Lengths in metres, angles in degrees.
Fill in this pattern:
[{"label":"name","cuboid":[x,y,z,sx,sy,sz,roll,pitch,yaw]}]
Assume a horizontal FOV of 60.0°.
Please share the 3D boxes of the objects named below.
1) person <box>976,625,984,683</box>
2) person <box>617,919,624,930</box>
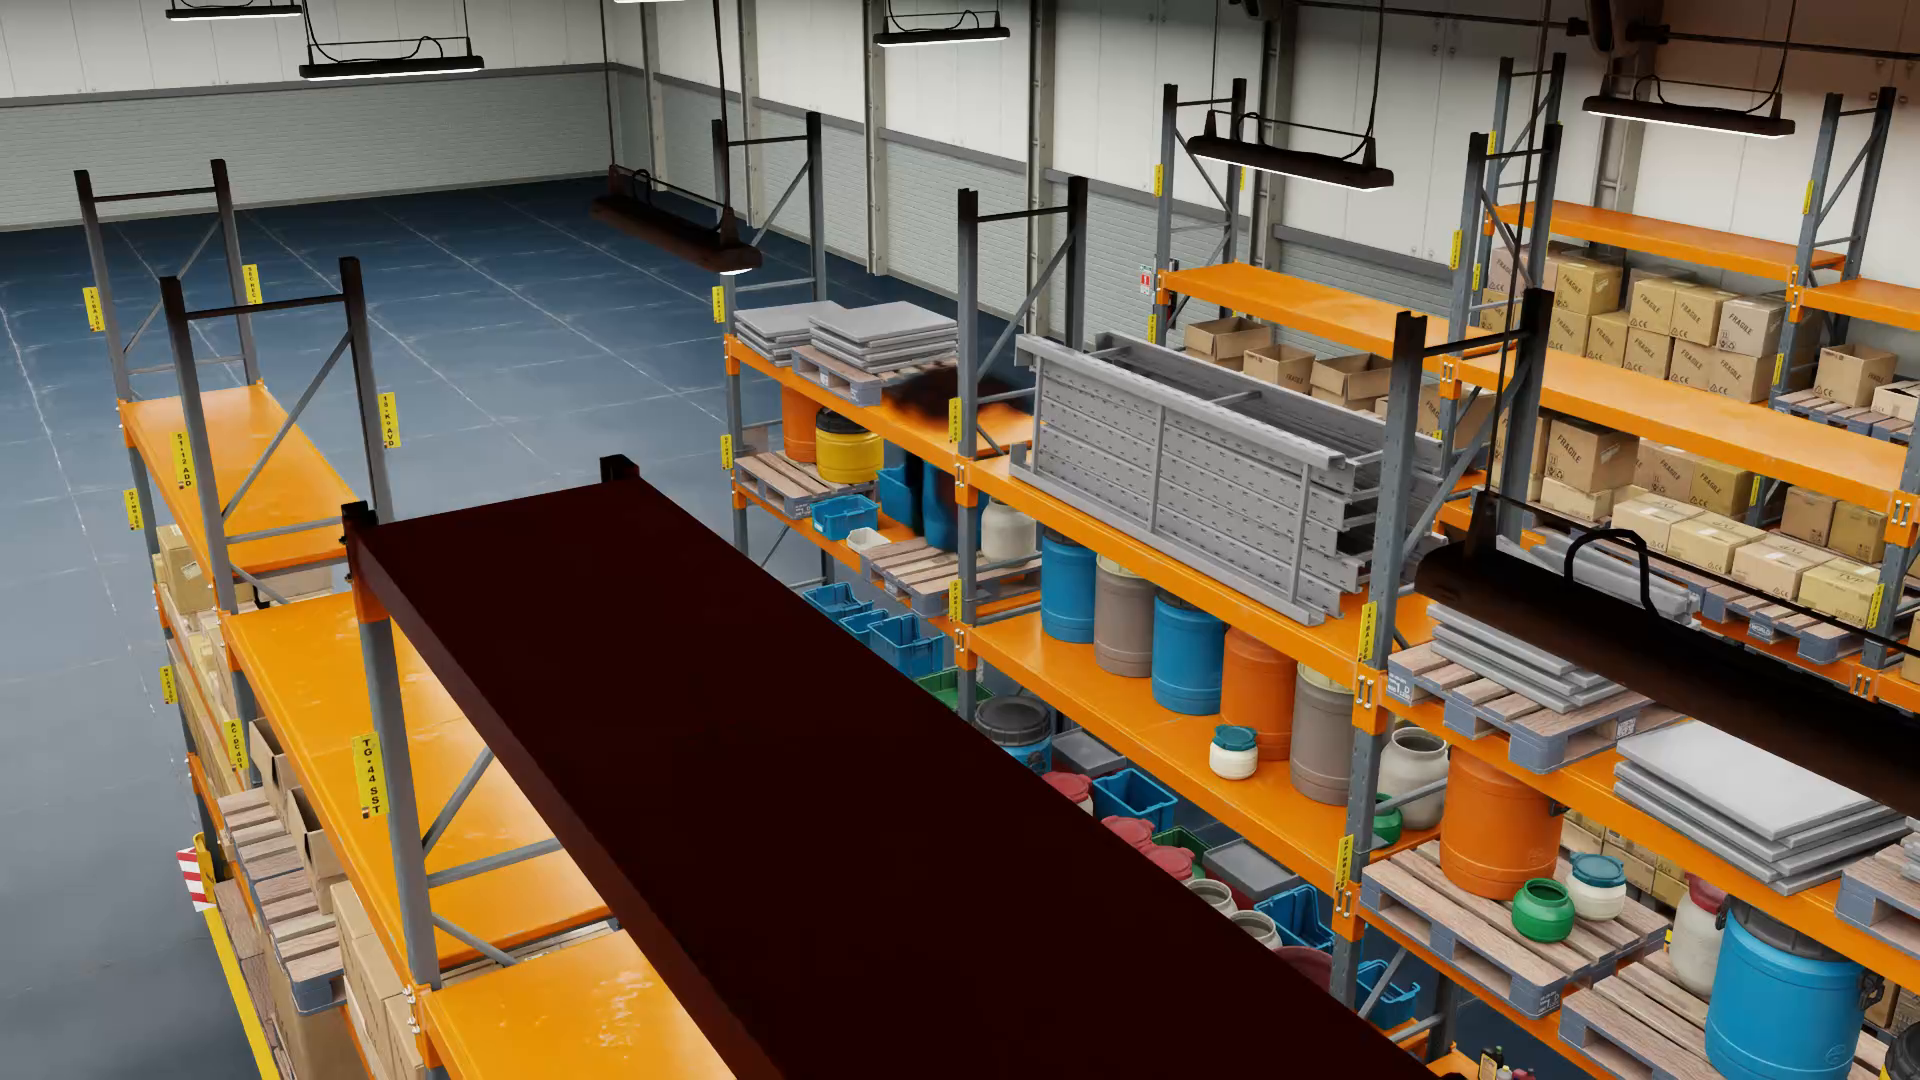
[{"label":"person","cuboid":[0.062,0.680,17.459,0.549,1.700,0.441,20,29,40]},{"label":"person","cuboid":[-2.138,2.955,11.789,0.524,1.676,1.001,-7,23,-17]}]
